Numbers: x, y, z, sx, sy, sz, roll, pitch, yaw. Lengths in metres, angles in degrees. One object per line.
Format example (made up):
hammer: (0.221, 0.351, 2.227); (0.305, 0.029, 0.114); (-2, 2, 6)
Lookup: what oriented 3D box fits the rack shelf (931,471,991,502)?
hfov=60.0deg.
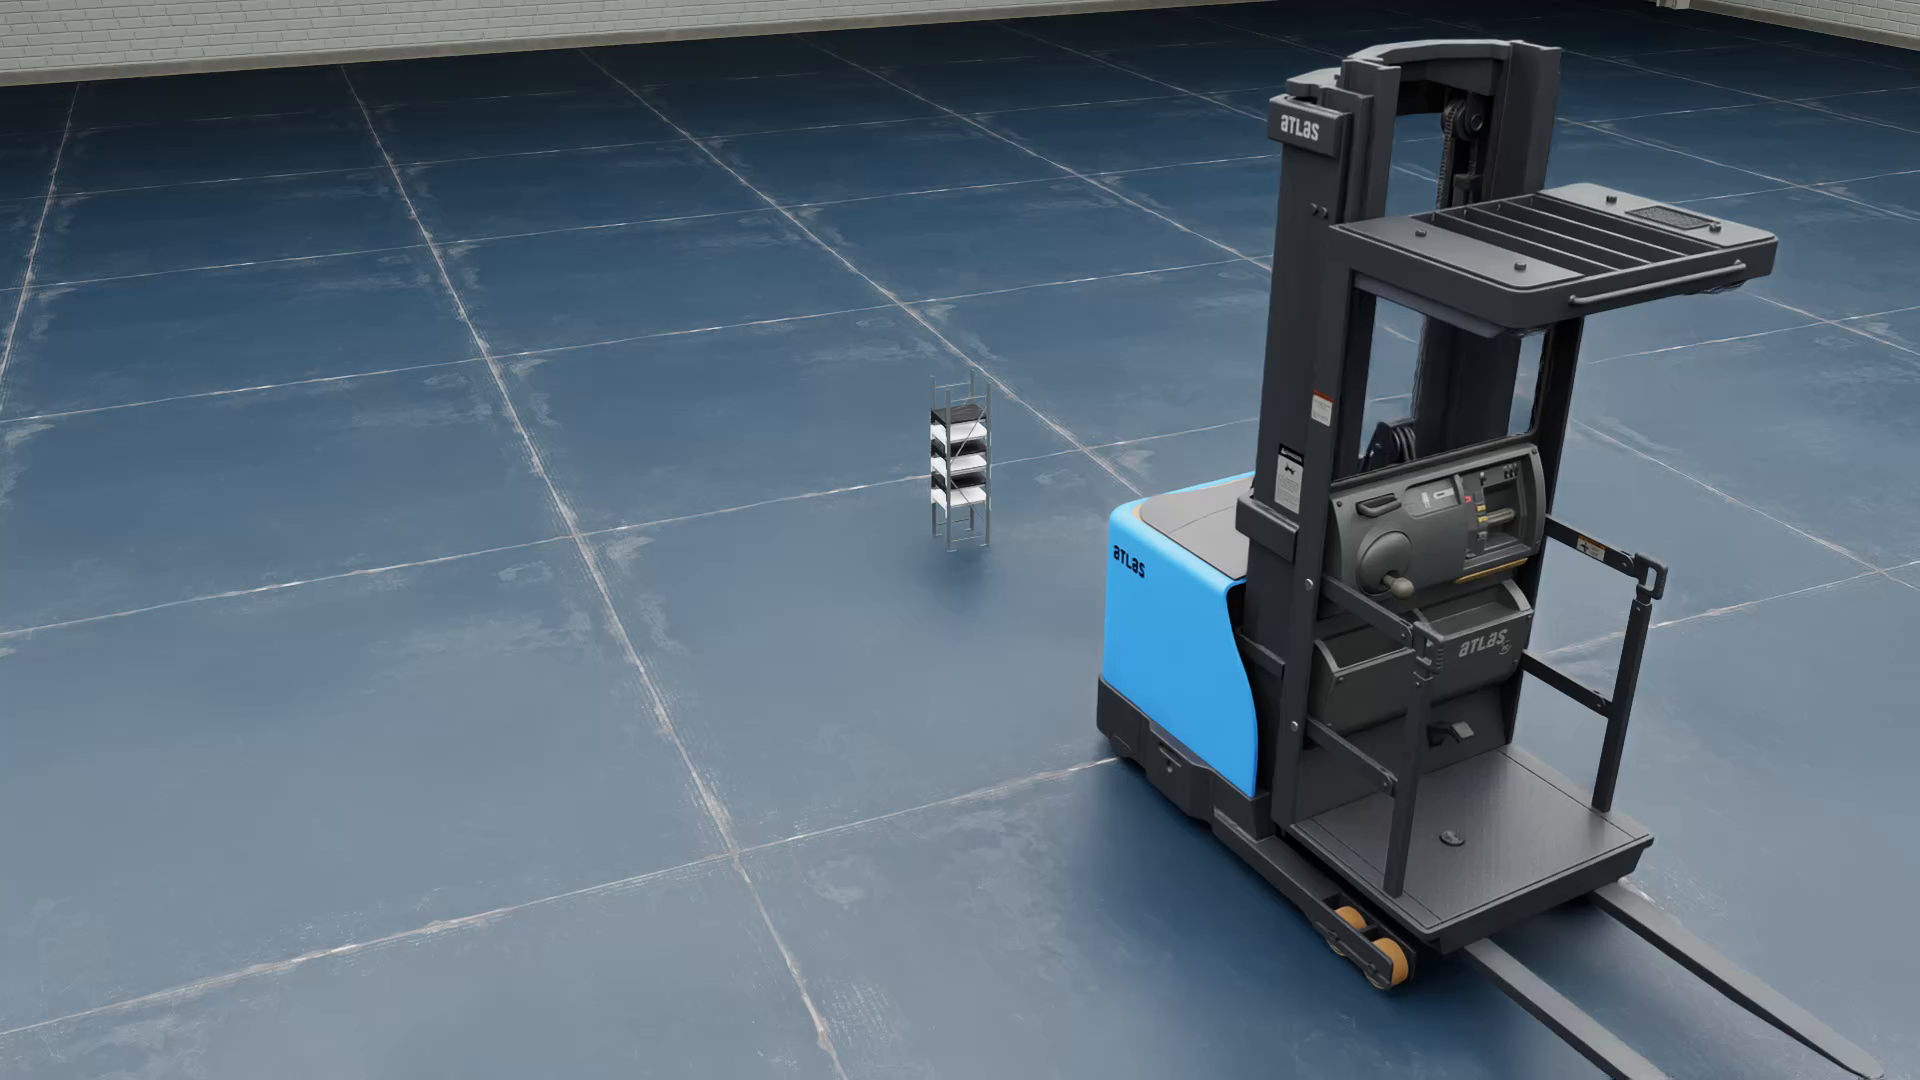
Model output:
rack shelf: (0.003, -0.290, 8.600); (0.258, 0.077, 0.200); (-11, 28, -21)

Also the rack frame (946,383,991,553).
rack frame: (0.043, -0.360, 8.462); (0.240, 0.900, 0.006); (-11, 28, -21)

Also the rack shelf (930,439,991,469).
rack shelf: (0.003, -0.452, 8.521); (0.258, 0.077, 0.200); (-11, 28, -21)

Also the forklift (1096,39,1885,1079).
forklift: (1.736, -0.027, 5.465); (1.130, 2.935, 3.031); (-14, 29, -26)

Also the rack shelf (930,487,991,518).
rack shelf: (0.003, -0.209, 8.639); (0.258, 0.077, 0.200); (-11, 28, -21)

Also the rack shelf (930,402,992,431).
rack shelf: (0.003, -0.614, 8.442); (0.258, 0.077, 0.200); (-11, 28, -21)

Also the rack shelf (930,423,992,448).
rack shelf: (0.003, -0.533, 8.481); (0.258, 0.077, 0.200); (-11, 28, -21)

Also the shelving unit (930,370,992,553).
shelving unit: (0.003, -0.401, 8.546); (0.258, 0.900, 0.210); (-11, 28, -21)

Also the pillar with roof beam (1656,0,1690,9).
pillar with roof beam: (6.957, -11.467, 21.979); (9.100, 9.000, 0.400); (-11, 28, -21)

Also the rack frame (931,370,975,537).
rack frame: (-0.037, -0.442, 8.630); (0.240, 0.900, 0.006); (-11, 28, -21)

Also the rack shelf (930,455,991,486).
rack shelf: (0.003, -0.371, 8.560); (0.258, 0.077, 0.200); (-11, 28, -21)
